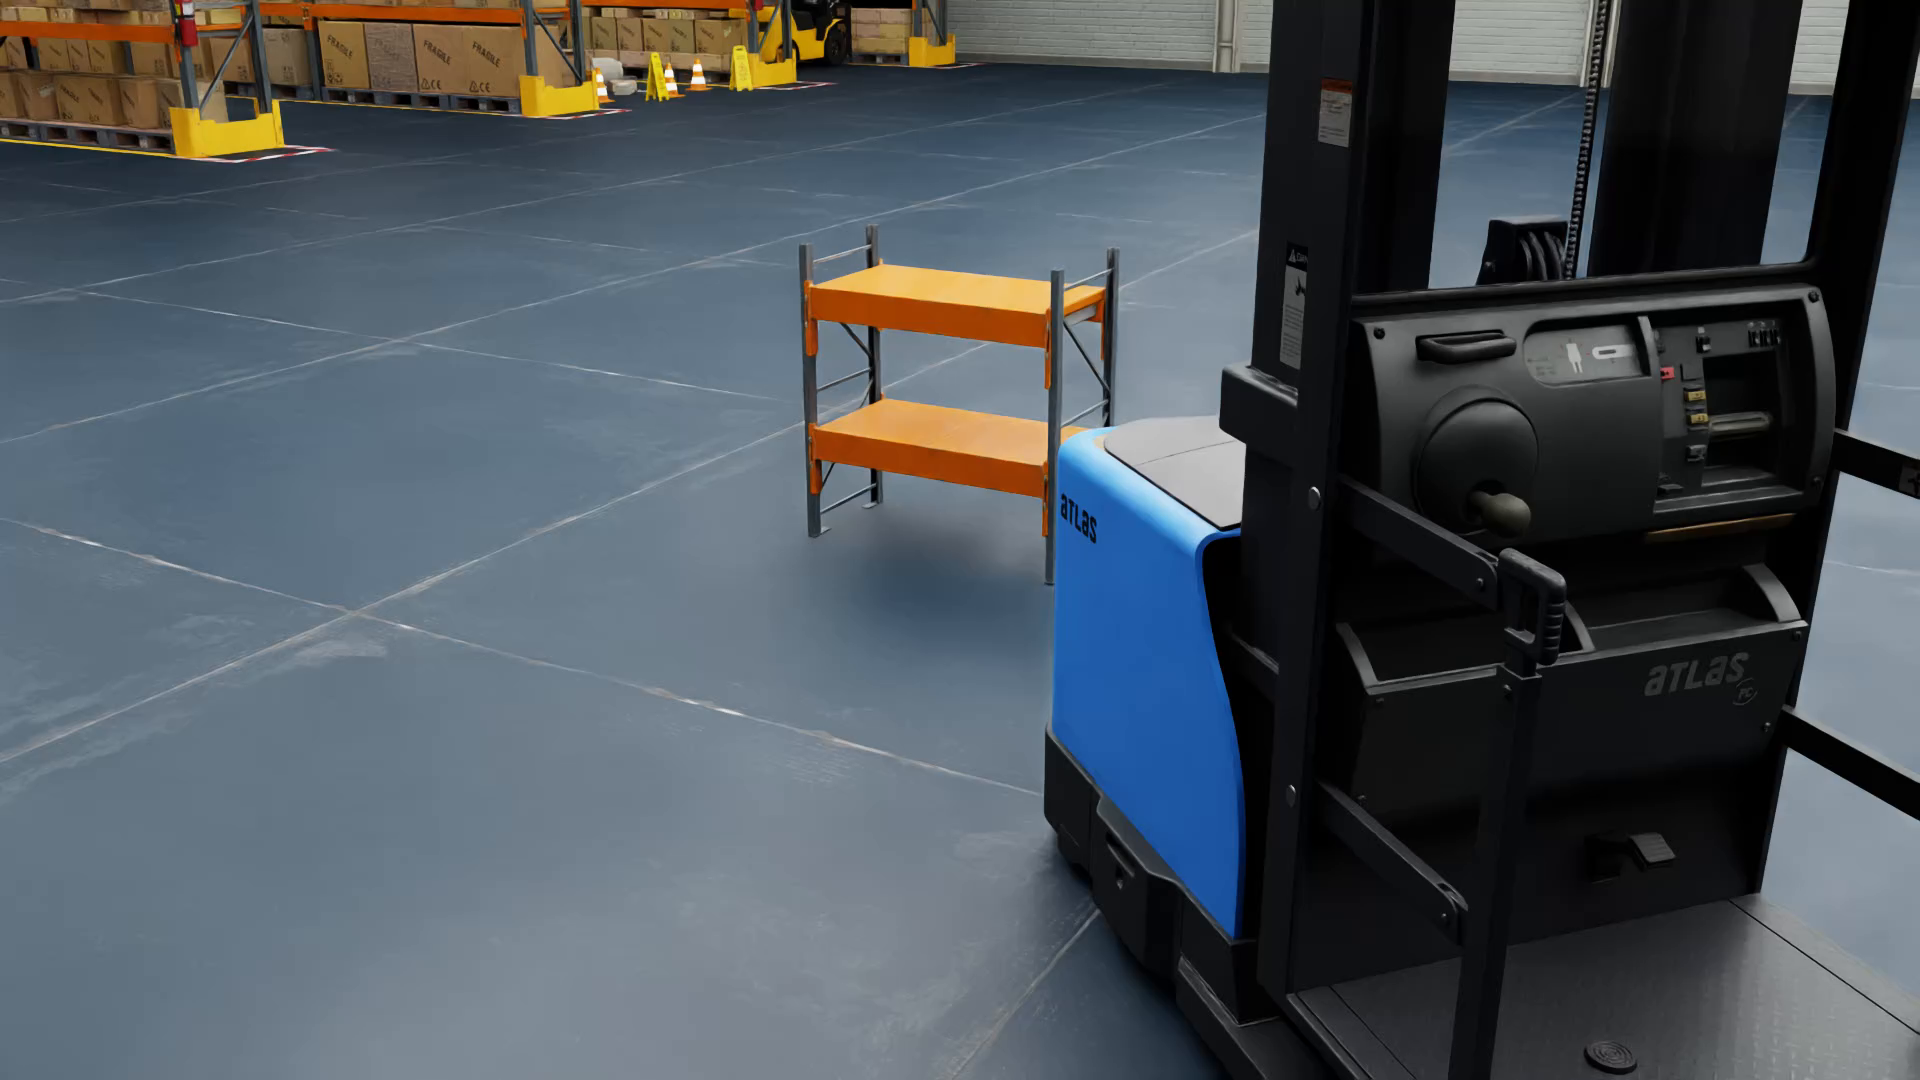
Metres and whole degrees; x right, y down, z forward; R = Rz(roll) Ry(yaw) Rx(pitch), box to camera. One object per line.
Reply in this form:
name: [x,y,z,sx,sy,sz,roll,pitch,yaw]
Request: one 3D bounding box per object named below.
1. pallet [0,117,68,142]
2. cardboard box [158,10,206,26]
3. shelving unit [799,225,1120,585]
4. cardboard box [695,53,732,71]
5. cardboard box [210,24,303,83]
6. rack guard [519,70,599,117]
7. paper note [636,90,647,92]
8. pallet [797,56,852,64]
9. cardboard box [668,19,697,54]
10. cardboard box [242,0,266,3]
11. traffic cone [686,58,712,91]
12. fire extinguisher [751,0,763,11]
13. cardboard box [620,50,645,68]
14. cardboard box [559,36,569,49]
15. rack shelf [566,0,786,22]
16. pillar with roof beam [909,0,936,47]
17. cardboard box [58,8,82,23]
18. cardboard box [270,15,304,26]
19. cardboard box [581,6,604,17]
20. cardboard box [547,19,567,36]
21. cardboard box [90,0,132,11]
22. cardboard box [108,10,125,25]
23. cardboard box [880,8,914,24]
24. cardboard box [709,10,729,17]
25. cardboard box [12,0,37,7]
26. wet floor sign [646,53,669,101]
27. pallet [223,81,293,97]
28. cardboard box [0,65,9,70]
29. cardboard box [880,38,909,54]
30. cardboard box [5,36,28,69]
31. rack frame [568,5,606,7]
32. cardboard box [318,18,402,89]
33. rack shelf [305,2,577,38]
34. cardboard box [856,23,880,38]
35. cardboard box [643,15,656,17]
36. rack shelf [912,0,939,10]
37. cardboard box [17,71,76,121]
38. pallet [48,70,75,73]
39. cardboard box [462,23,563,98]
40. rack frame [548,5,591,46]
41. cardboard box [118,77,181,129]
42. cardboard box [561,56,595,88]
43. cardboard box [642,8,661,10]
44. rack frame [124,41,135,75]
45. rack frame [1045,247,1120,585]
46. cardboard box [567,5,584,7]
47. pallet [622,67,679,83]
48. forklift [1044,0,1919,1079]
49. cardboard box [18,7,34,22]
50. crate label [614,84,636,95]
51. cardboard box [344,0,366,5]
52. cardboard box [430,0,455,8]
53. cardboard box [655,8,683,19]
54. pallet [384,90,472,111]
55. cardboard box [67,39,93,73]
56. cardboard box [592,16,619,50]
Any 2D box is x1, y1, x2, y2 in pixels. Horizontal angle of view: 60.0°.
pallet: [-10.663,-4.837,19.389,1.213,0.211,1.003,11,23,27]
cardboard box: [-8.124,-5.451,17.363,0.250,0.149,0.380,11,23,27]
shelving unit: [-0.006,-0.530,6.176,1.048,1.125,0.538,11,23,27]
cardboard box: [-3.799,-7.497,26.050,0.500,0.250,0.500,11,23,27]
cardboard box: [-10.186,-7.086,24.185,0.750,0.750,1.050,11,23,27]
rack guard: [-5.246,-5.864,21.798,0.348,0.500,1.175,11,23,27]
paper note: [-4.738,-6.703,24.798,0.142,0.019,0.148,3,20,9]
pallet: [-2.273,-9.019,30.919,1.213,0.211,1.003,11,23,27]
cardboard box: [-4.225,-7.932,26.151,0.500,0.500,0.500,12,23,29]
cardboard box: [-9.786,-7.847,23.451,0.500,0.500,0.500,11,22,27]
traffic cone: [-3.946,-7.029,25.063,0.334,0.463,0.336,11,23,27]
fire extinguisher: [-3.066,-8.341,25.074,0.183,0.674,0.296,11,23,27]
cardboard box: [-5.114,-7.752,26.754,0.500,0.250,0.500,10,22,27]
cardboard box: [-6.893,-8.247,27.940,0.625,0.372,0.950,11,23,28]
rack shelf: [-4.688,-8.528,26.531,4.000,0.370,1.077,11,23,27]
pillar with roof beam: [-2.792,-11.935,26.070,0.400,9.000,9.100,11,23,27]
cardboard box: [-9.485,-5.669,17.964,0.250,0.149,0.380,11,23,27]
cardboard box: [-12.045,-9.501,30.658,0.875,0.875,0.875,12,23,29]
cardboard box: [-5.970,-8.544,26.886,0.250,0.149,0.380,11,23,28]
cardboard box: [-7.982,-10.371,33.607,0.500,0.500,0.500,12,23,29]
cardboard box: [-8.736,-5.917,17.696,0.500,0.500,0.875,11,23,27]
cardboard box: [-8.796,-5.565,17.677,0.250,0.149,0.380,11,23,27]
cardboard box: [-1.078,-9.371,29.749,0.500,0.250,0.500,12,23,29]
cardboard box: [-4.477,-9.842,31.964,0.625,0.625,0.875,12,23,30]
cardboard box: [-9.999,-6.195,18.463,0.500,0.500,0.875,11,23,27]
wet floor sign: [-4.276,-6.521,23.396,0.232,0.644,0.267,7,21,18]
pallet: [-10.539,-6.706,24.543,1.213,0.211,1.003,11,23,27]
cardboard box: [-11.792,-5.389,19.843,0.500,0.500,0.700,9,22,23]
cardboard box: [-1.088,-8.901,29.920,0.500,0.250,0.500,11,23,28]
cardboard box: [-14.765,-7.772,26.441,0.500,0.500,0.500,12,23,30]
rack frame: [-7.508,-11.342,33.235,0.127,3.000,1.000,11,23,27]
cardboard box: [-8.244,-6.782,23.162,0.875,0.875,0.875,11,23,28]
rack shelf: [-7.013,-7.038,22.423,4.000,0.370,1.077,11,23,27]
cardboard box: [-1.534,-9.226,30.084,0.500,0.250,0.500,11,22,27]
cardboard box: [-4.895,-8.269,27.079,0.500,0.500,0.500,12,23,30]
rack shelf: [-2.270,-10.006,30.607,4.000,0.370,1.077,11,23,27]
cardboard box: [-10.433,-5.100,19.075,0.500,0.500,0.500,-17,26,-39]
pallet: [-13.994,-7.396,26.446,1.213,0.211,1.003,11,23,27]
cardboard box: [-5.892,-6.335,21.930,0.875,0.875,0.875,11,23,28]
rack frame: [-6.434,-9.199,27.326,0.127,3.000,1.000,11,23,27]
cardboard box: [-8.850,-4.804,18.259,0.500,0.500,0.500,18,27,41]
cardboard box: [-5.710,-6.899,24.645,0.637,0.503,0.797,-4,20,-10]
cardboard box: [-6.396,-10.209,32.978,0.625,0.625,0.875,12,23,29]
rack frame: [-12.251,-8.374,25.051,0.127,3.000,1.000,11,23,27]
rack frame: [0.438,-0.445,5.943,0.032,1.125,0.500,11,23,27]
cardboard box: [-7.812,-10.849,33.974,0.250,0.149,0.380,12,23,30]
pallet: [-4.761,-7.584,26.964,1.213,0.211,1.003,11,23,27]
forklift: [1.169,-0.206,2.634,1.130,2.935,3.031,-7,21,-18]
cardboard box: [-10.122,-5.805,18.337,0.250,0.149,0.380,11,23,27]
crate label: [-4.907,-6.601,24.361,0.298,0.136,0.250,0,20,-1]
cardboard box: [-7.940,-7.636,22.798,0.550,0.550,0.875,11,23,27]
cardboard box: [-6.532,-7.377,22.084,0.550,0.550,0.875,11,23,27]
cardboard box: [-4.568,-8.280,26.157,0.250,0.149,0.380,12,23,30]
pallet: [-7.065,-6.045,22.721,1.213,0.211,1.003,11,23,27]
cardboard box: [-13.405,-7.515,25.733,0.500,0.500,0.500,12,23,29]
cardboard box: [-5.577,-8.192,26.867,0.500,0.500,0.500,12,23,29]
